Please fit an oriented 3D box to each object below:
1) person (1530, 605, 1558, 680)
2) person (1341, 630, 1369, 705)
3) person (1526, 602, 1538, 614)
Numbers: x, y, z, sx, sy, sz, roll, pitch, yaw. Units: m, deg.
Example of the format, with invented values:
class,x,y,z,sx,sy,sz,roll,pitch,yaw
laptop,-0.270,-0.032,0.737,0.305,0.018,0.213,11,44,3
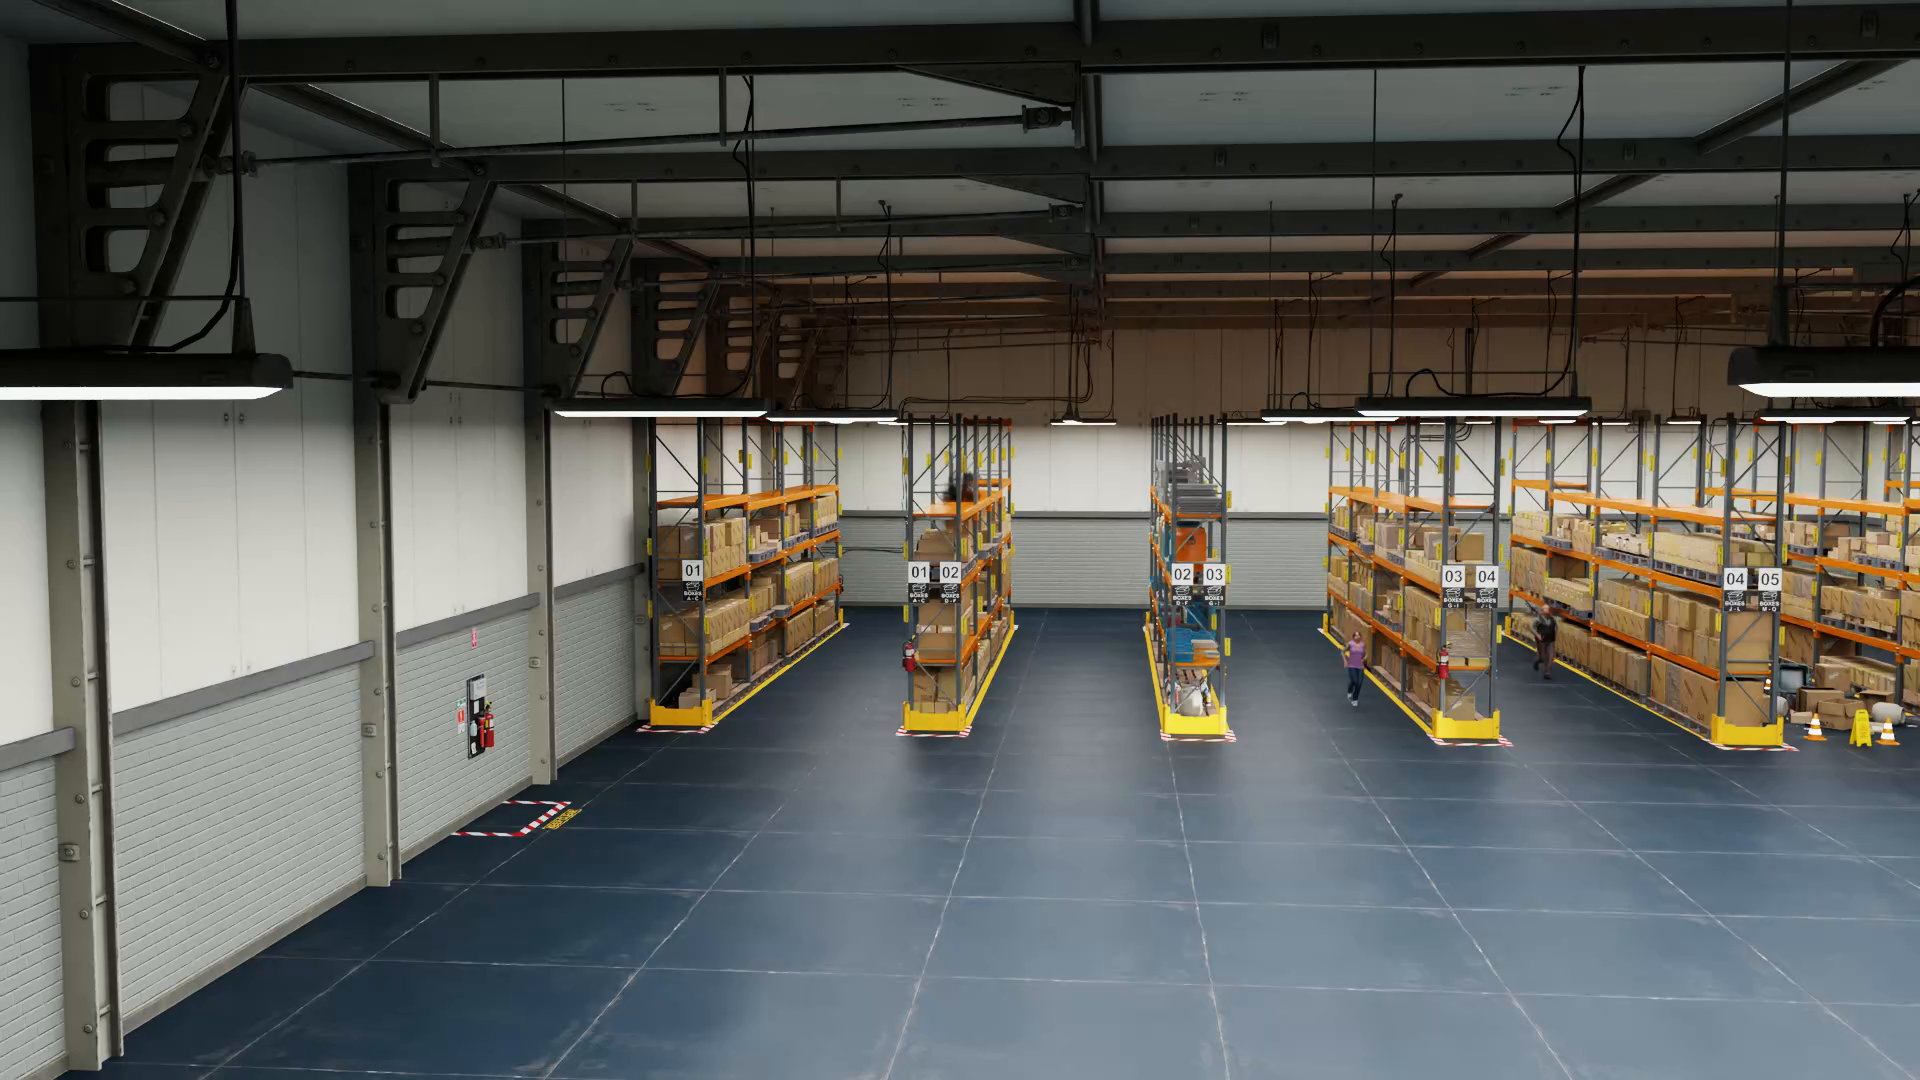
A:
class,x,y,z,sx,sy,sz,roll,pitch,yaw
person,13.370,2.329,37.976,0.661,1.692,0.778,0,4,-1
person,8.145,2.639,34.195,0.528,1.561,0.552,0,4,-1
person,16.328,1.760,47.244,0.790,1.586,0.538,0,4,-2
